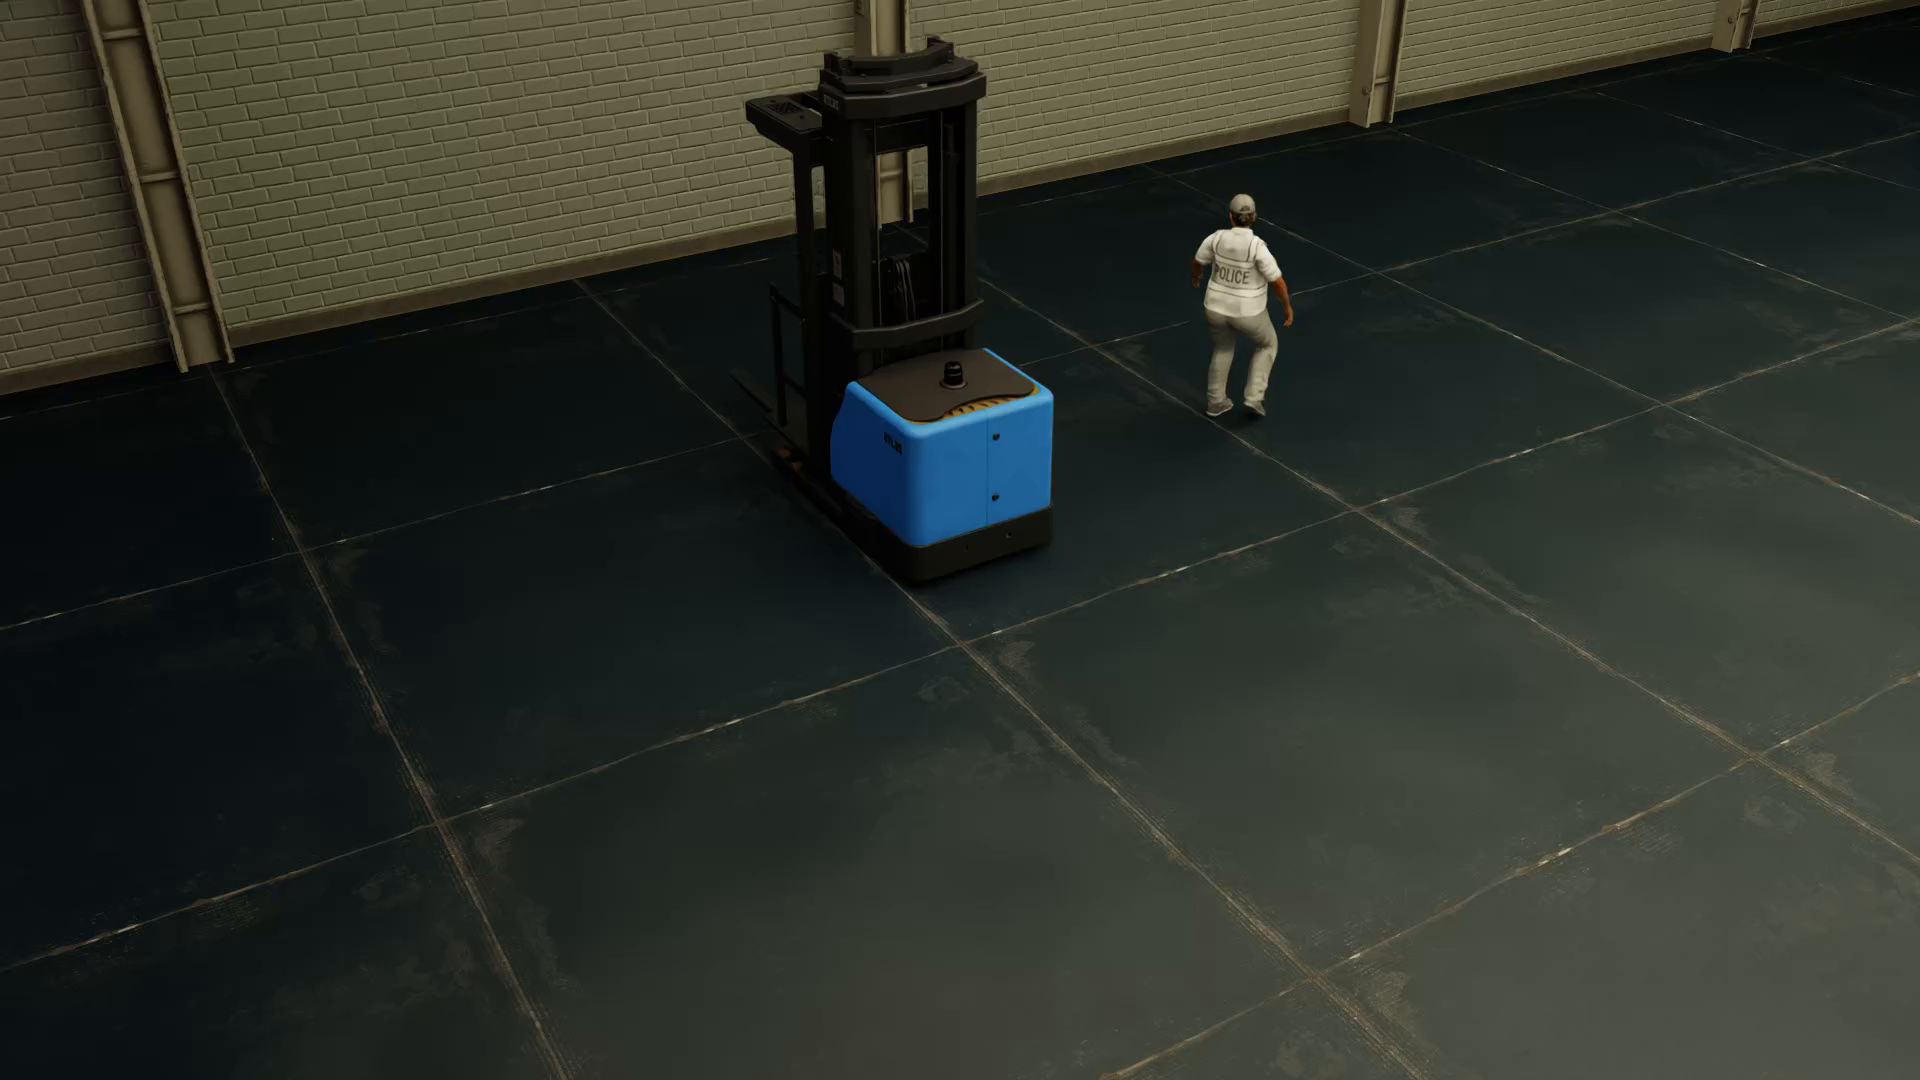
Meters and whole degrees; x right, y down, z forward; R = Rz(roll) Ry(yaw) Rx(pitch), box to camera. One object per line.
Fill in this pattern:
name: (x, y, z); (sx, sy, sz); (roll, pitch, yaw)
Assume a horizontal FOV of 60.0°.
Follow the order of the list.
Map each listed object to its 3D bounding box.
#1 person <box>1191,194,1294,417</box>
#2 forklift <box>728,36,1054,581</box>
person: (1.927, -1.619, 11.653); (0.796, 1.674, 0.490); (20, 36, 30)
forklift: (-0.620, -1.732, 10.539); (1.130, 2.935, 3.031); (-17, 35, -27)
